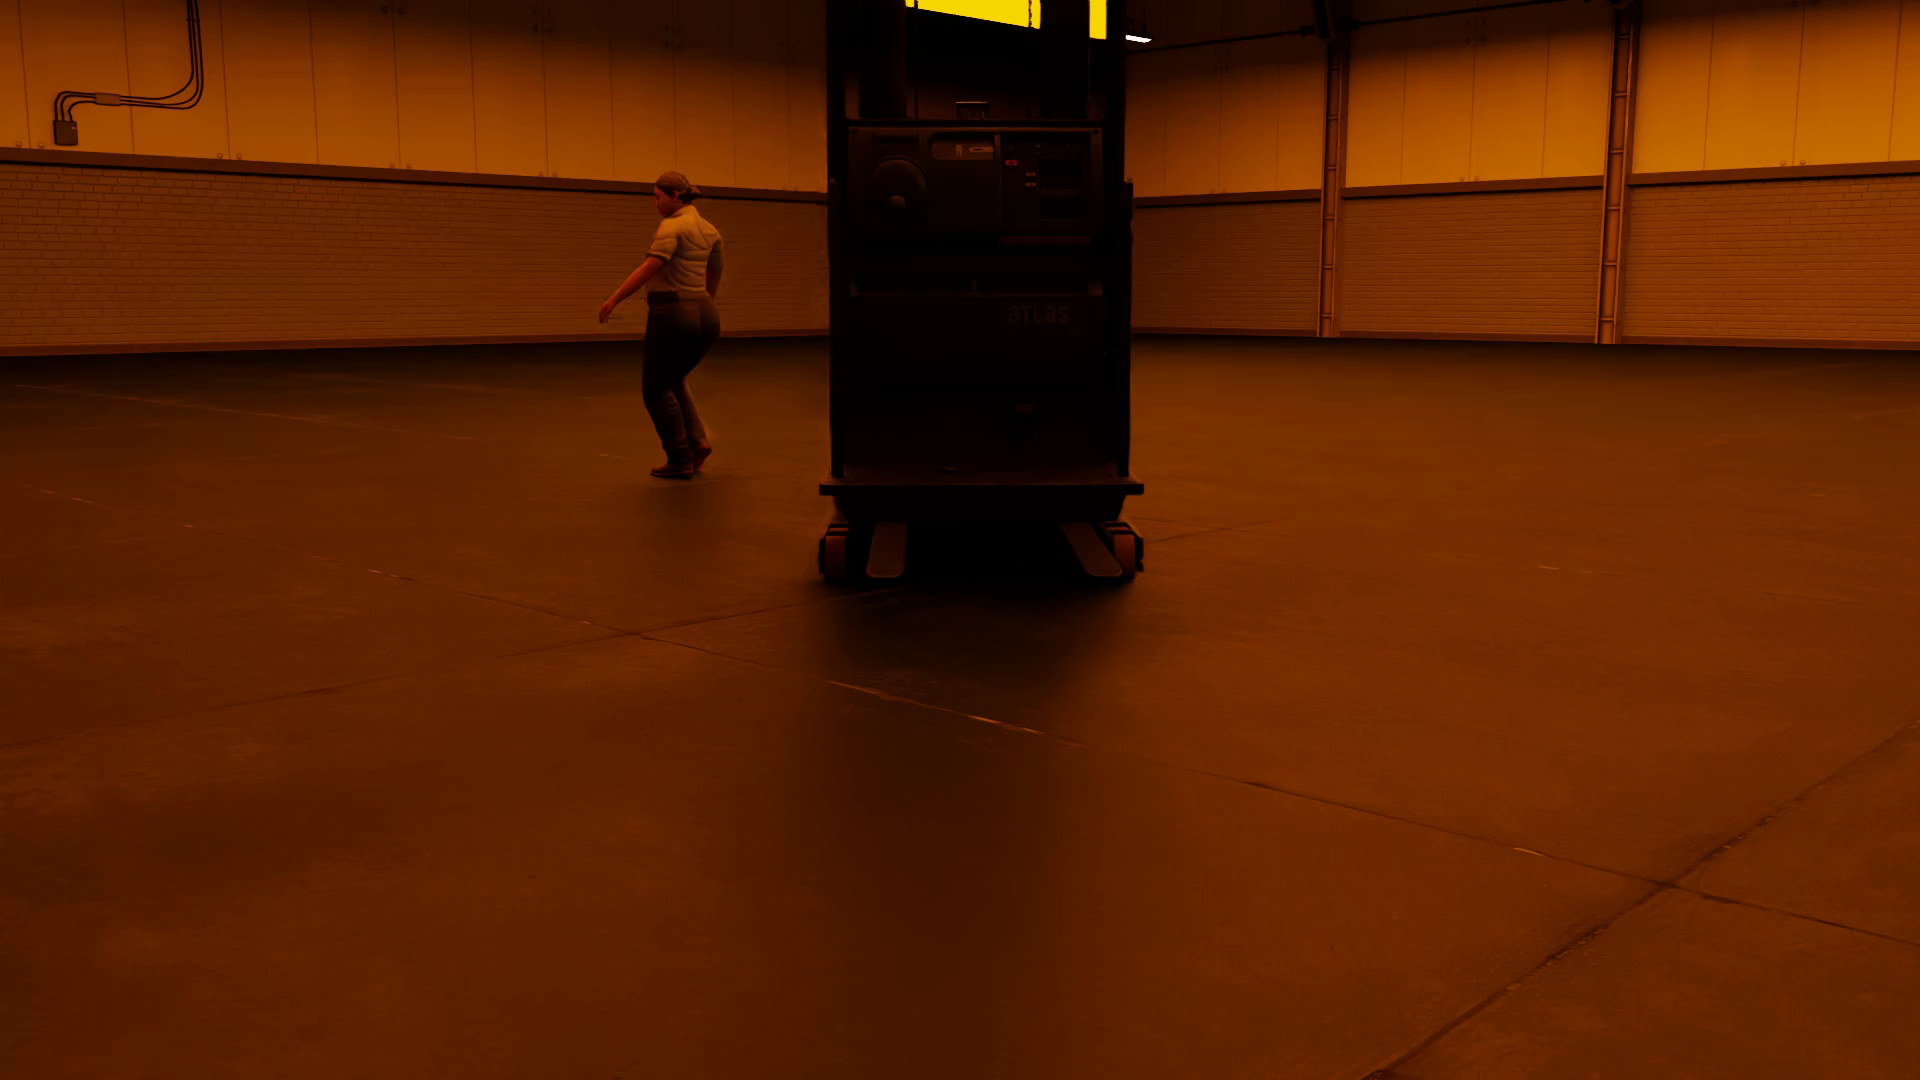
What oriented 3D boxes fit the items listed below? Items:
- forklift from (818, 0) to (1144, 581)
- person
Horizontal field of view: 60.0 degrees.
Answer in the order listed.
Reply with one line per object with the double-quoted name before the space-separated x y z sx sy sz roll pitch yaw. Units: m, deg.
"forklift" 0.063 -1.353 5.856 1.130 2.935 3.031 0 9 -1
"person" -1.567 -1.134 8.941 0.465 1.661 0.796 5 10 30
